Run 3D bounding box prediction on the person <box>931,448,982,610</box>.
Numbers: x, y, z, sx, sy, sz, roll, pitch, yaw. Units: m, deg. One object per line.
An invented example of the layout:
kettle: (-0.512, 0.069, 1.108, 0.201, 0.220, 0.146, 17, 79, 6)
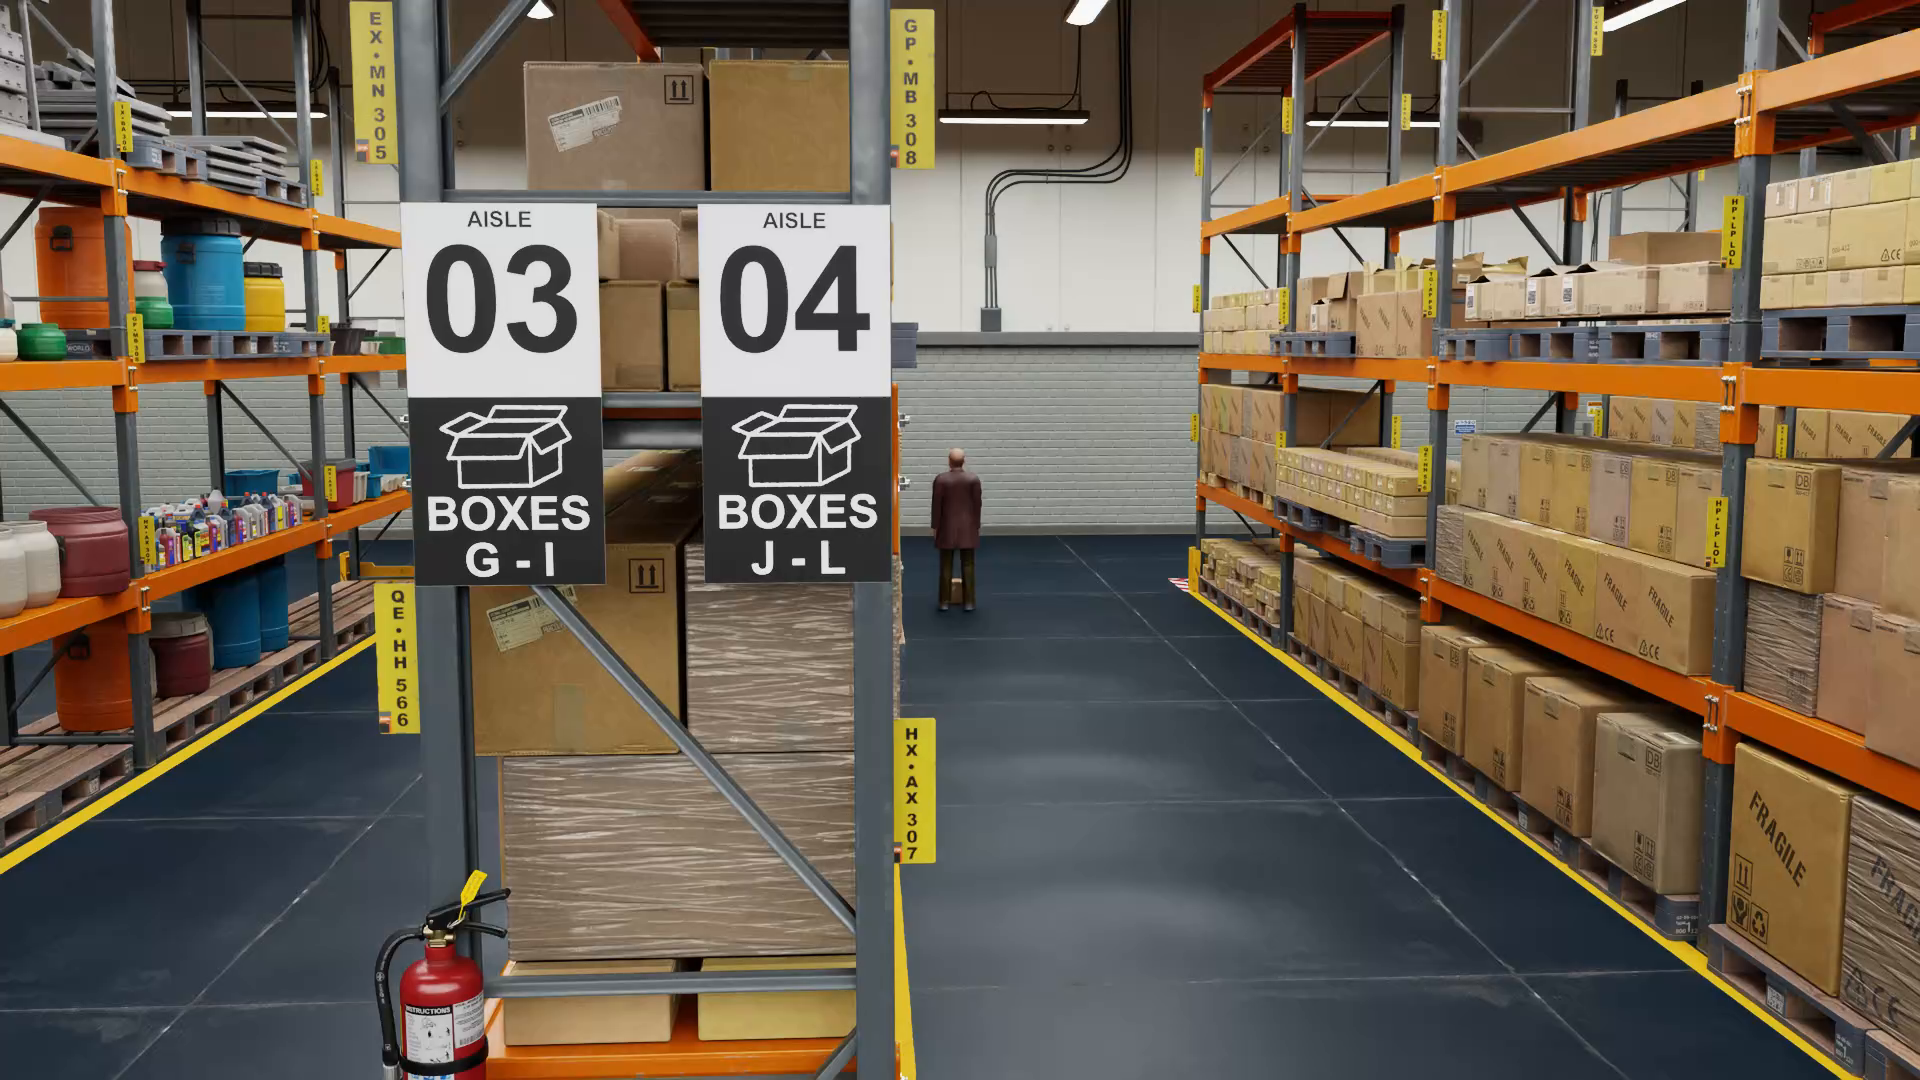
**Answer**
person: (-0.044, -0.121, 18.300, 0.562, 1.782, 0.405, 0, 7, -3)
